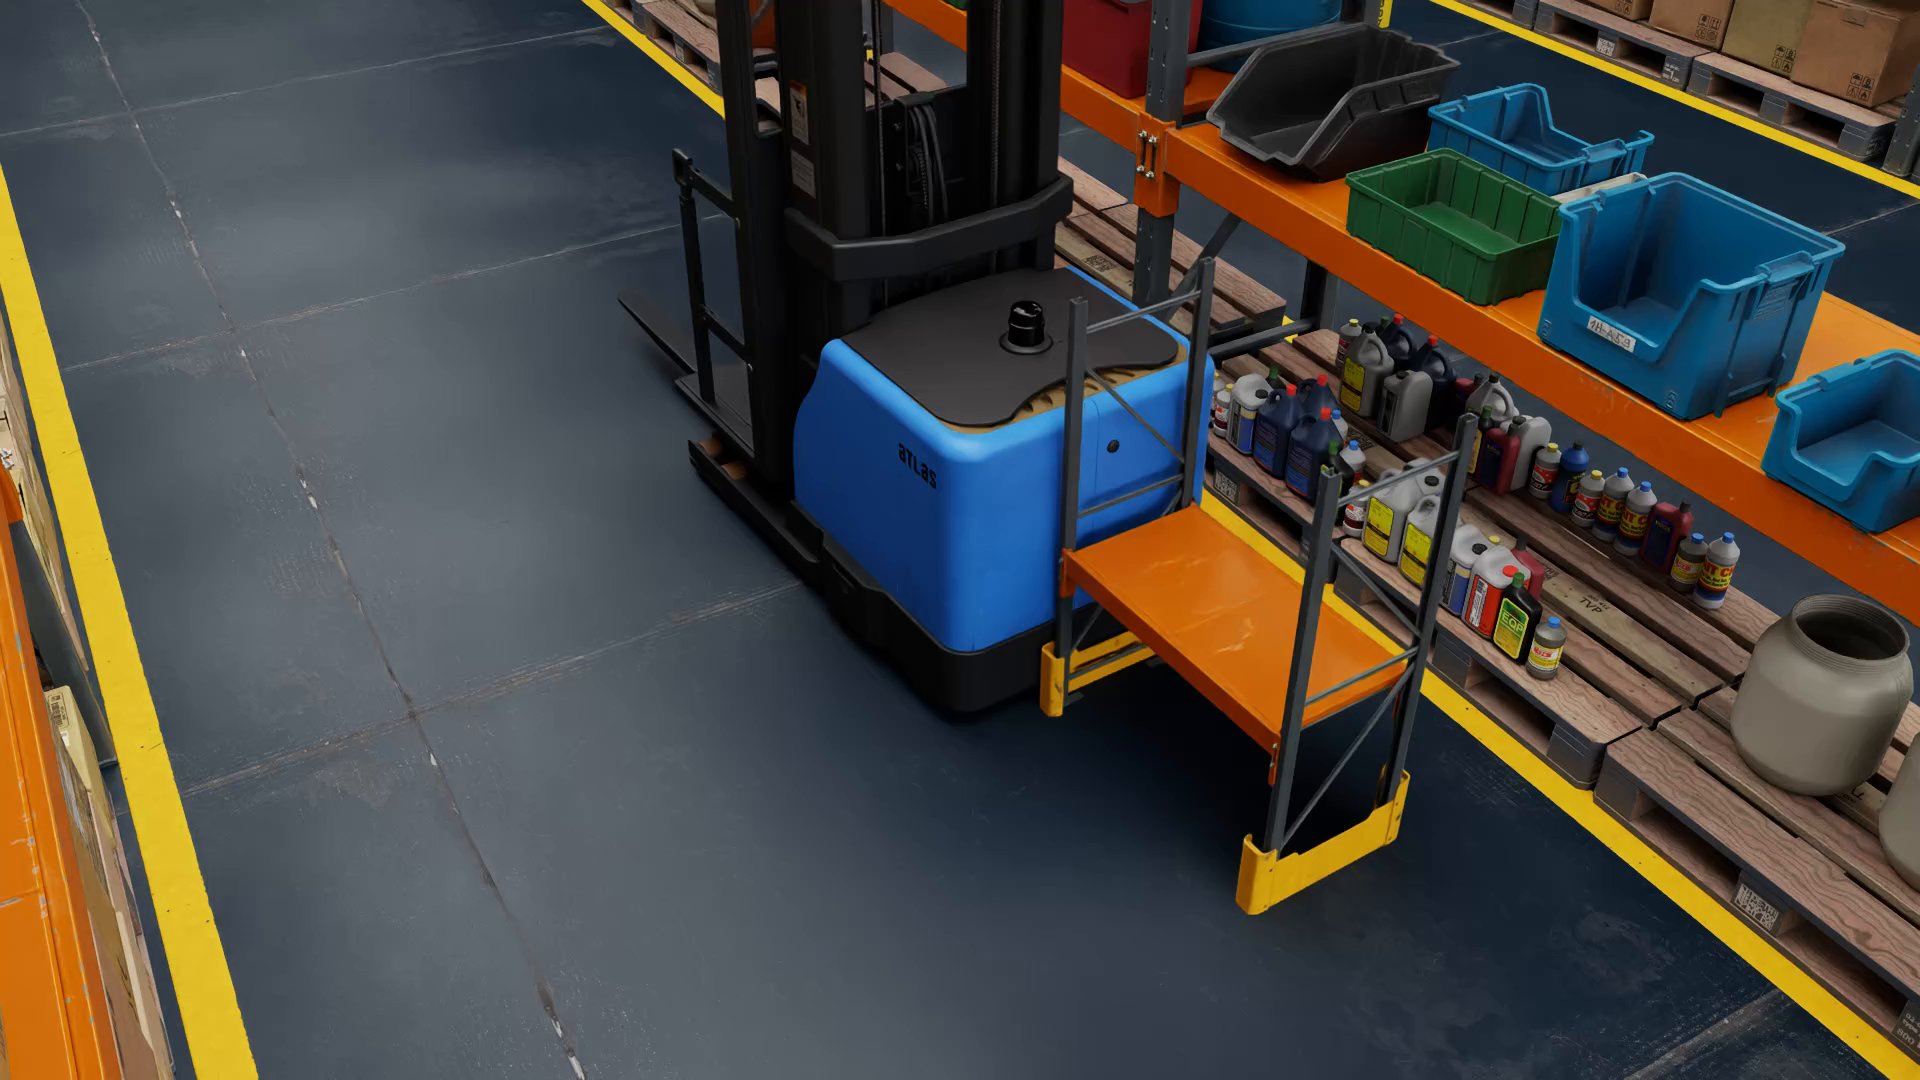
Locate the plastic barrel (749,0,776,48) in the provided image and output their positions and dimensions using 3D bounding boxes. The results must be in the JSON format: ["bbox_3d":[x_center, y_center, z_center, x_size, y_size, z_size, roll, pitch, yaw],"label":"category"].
[{"bbox_3d":[-1.122,-3.432,9.889,0.600,0.830,0.708,-19,40,-24],"label":"plastic barrel"}]

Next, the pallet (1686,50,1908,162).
[{"bbox_3d":[5.038,-2.592,9.620,1.003,0.211,1.213,-19,40,-24],"label":"pallet"}]

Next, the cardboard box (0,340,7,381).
[{"bbox_3d":[-3.902,-0.742,6.222,0.500,0.311,0.500,-18,40,-23],"label":"cardboard box"}]

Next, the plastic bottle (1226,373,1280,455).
[{"bbox_3d":[1.115,-0.483,6.304,0.152,0.276,0.135,-17,40,-22],"label":"plastic bottle"}]

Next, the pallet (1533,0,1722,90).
[{"bbox_3d":[4.421,-3.215,10.473,1.003,0.211,1.213,-19,40,-24],"label":"pallet"}]

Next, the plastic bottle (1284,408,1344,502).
[{"bbox_3d":[1.290,-0.331,6.033,0.144,0.351,0.185,-21,41,-26],"label":"plastic bottle"}]

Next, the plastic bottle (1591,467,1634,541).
[{"bbox_3d":[2.294,-0.133,5.829,0.097,0.271,0.097,0,36,0],"label":"plastic bottle"}]

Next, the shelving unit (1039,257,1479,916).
[{"bbox_3d":[0.791,0.116,4.819,0.587,1.500,1.083,-21,41,-26],"label":"shelving unit"}]

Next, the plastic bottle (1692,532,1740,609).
[{"bbox_3d":[2.516,0.093,5.520,0.097,0.271,0.097,0,36,0],"label":"plastic bottle"}]

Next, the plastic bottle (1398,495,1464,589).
[{"bbox_3d":[1.597,-0.019,5.606,0.144,0.351,0.185,-17,40,-22],"label":"plastic bottle"}]

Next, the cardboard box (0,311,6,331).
[{"bbox_3d":[-4.409,-1.029,7.091,0.500,0.250,0.500,-19,40,-24],"label":"cardboard box"}]

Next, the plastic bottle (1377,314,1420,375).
[{"bbox_3d":[1.721,-0.719,6.564,0.144,0.351,0.185,-20,41,-25],"label":"plastic bottle"}]

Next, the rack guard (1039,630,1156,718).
[{"bbox_3d":[0.524,0.373,5.527,0.587,0.250,0.087,-21,41,-26],"label":"rack guard"}]

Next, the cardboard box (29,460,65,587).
[{"bbox_3d":[-3.381,0.012,5.665,0.500,0.250,0.500,-18,40,-23],"label":"cardboard box"}]

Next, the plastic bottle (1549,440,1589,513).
[{"bbox_3d":[2.192,-0.236,5.970,0.097,0.271,0.097,0,36,0],"label":"plastic bottle"}]

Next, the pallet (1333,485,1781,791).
[{"bbox_3d":[2.067,0.250,5.729,1.003,0.211,1.213,-19,40,-24],"label":"pallet"}]

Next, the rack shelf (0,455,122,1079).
[{"bbox_3d":[-2.132,0.922,3.054,1.077,0.370,4.000,-19,40,-24],"label":"rack shelf"}]

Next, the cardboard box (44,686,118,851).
[{"bbox_3d":[-2.715,0.724,4.690,0.500,0.250,0.500,-19,40,-24],"label":"cardboard box"}]

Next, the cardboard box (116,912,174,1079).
[{"bbox_3d":[-2.208,1.233,3.994,0.500,0.250,0.500,-19,40,-24],"label":"cardboard box"}]

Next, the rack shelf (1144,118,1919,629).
[{"bbox_3d":[2.153,-0.544,5.061,1.077,0.370,4.000,-19,40,-24],"label":"rack shelf"}]

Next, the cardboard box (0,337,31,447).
[{"bbox_3d":[-3.898,-0.511,6.381,0.500,0.250,0.500,-18,40,-23],"label":"cardboard box"}]

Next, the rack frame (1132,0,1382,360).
[{"bbox_3d":[1.148,-1.854,6.245,1.000,3.000,0.127,-19,40,-24],"label":"rack frame"}]

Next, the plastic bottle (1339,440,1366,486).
[{"bbox_3d":[1.396,-0.235,5.969,0.097,0.271,0.097,0,36,0],"label":"plastic bottle"}]

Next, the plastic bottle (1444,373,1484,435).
[{"bbox_3d":[1.935,-0.523,6.353,0.061,0.283,0.133,-16,39,-21],"label":"plastic bottle"}]

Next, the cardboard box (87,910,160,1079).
[{"bbox_3d":[-1.955,1.185,3.424,0.500,0.500,0.500,-19,40,-24],"label":"cardboard box"}]

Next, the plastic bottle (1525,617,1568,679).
[{"bbox_3d":[1.856,0.332,5.252,0.097,0.201,0.097,0,36,0],"label":"plastic bottle"}]

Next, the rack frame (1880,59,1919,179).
[{"bbox_3d":[5.431,-3.322,8.255,1.000,3.000,0.127,-19,40,-24],"label":"rack frame"}]

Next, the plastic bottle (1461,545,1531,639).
[{"bbox_3d":[1.753,0.165,5.417,0.152,0.276,0.135,-19,40,-24],"label":"plastic bottle"}]

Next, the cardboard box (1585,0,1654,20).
[{"bbox_3d":[4.356,-3.628,10.420,0.700,0.500,0.500,-16,39,-20],"label":"cardboard box"}]

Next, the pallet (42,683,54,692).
[{"bbox_3d":[-3.540,0.374,5.559,1.003,0.211,1.213,-19,40,-24],"label":"pallet"}]

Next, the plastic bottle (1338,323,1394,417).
[{"bbox_3d":[1.596,-0.676,6.506,0.144,0.351,0.185,-19,40,-24],"label":"plastic bottle"}]

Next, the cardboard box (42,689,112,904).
[{"bbox_3d":[-2.473,0.680,4.115,0.500,0.500,0.500,-19,40,-24],"label":"cardboard box"}]

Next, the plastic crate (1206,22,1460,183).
[{"bbox_3d":[1.301,-1.524,5.846,0.767,0.338,0.504,-19,40,-24],"label":"plastic crate"}]

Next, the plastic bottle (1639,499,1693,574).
[{"bbox_3d":[2.418,-0.033,5.682,0.061,0.283,0.133,-18,40,-23],"label":"plastic bottle"}]

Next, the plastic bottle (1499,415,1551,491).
[{"bbox_3d":[2.058,-0.342,6.112,0.152,0.276,0.135,-18,40,-23],"label":"plastic bottle"}]

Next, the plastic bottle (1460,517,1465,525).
[{"bbox_3d":[1.679,-0.017,5.730,0.097,0.201,0.097,0,36,0],"label":"plastic bottle"}]

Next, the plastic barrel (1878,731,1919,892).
[{"bbox_3d":[2.761,0.708,4.491,0.421,0.512,0.421,0,36,0],"label":"plastic barrel"}]

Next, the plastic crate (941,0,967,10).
[{"bbox_3d":[0.029,-2.573,7.409,0.450,0.188,0.662,-19,40,-24],"label":"plastic crate"}]

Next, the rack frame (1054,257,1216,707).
[{"bbox_3d":[0.523,-0.132,5.159,0.500,1.500,0.032,-21,41,-26],"label":"rack frame"}]

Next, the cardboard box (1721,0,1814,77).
[{"bbox_3d":[4.918,-3.058,9.640,0.700,0.500,0.500,-19,40,-24],"label":"cardboard box"}]

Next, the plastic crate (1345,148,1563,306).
[{"bbox_3d":[1.586,-0.993,5.245,0.450,0.188,0.662,-19,40,-24],"label":"plastic crate"}]

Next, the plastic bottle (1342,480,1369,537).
[{"bbox_3d":[1.412,-0.119,5.870,0.097,0.201,0.097,0,36,0],"label":"plastic bottle"}]

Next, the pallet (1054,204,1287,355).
[{"bbox_3d":[0.720,-1.117,7.600,1.003,0.211,1.213,-19,40,-24],"label":"pallet"}]

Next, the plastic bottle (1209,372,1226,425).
[{"bbox_3d":[0.980,-0.557,6.470,0.097,0.201,0.097,0,36,0],"label":"plastic bottle"}]

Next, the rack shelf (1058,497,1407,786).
[{"bbox_3d":[0.796,0.266,4.919,0.538,0.185,1.000,-21,41,-26],"label":"rack shelf"}]

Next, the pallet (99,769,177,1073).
[{"bbox_3d":[-2.773,1.156,4.488,1.003,0.211,1.213,-19,40,-24],"label":"pallet"}]

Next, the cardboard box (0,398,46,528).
[{"bbox_3d":[-3.376,-0.215,5.501,0.500,0.311,0.500,-19,40,-24],"label":"cardboard box"}]

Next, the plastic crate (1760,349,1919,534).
[{"bbox_3d":[2.326,-0.254,4.180,0.499,0.251,0.408,-19,40,-24],"label":"plastic crate"}]

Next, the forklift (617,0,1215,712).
[{"bbox_3d":[-0.408,-1.462,5.767,1.130,2.935,3.031,-21,41,-26],"label":"forklift"}]

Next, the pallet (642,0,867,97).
[{"bbox_3d":[-1.294,-3.158,10.394,1.003,0.211,1.213,-19,40,-24],"label":"pallet"}]

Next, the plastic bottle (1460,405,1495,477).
[{"bbox_3d":[1.904,-0.386,6.165,0.061,0.283,0.133,-19,40,-24],"label":"plastic bottle"}]

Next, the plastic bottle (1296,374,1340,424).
[{"bbox_3d":[1.320,-0.470,6.223,0.144,0.351,0.185,-19,40,-24],"label":"plastic bottle"}]

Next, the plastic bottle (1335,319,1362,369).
[{"bbox_3d":[1.600,-0.809,6.814,0.097,0.201,0.097,0,36,0],"label":"plastic bottle"}]

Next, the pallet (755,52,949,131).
[{"bbox_3d":[-0.506,-2.361,9.304,1.003,0.211,1.213,-19,40,-24],"label":"pallet"}]
